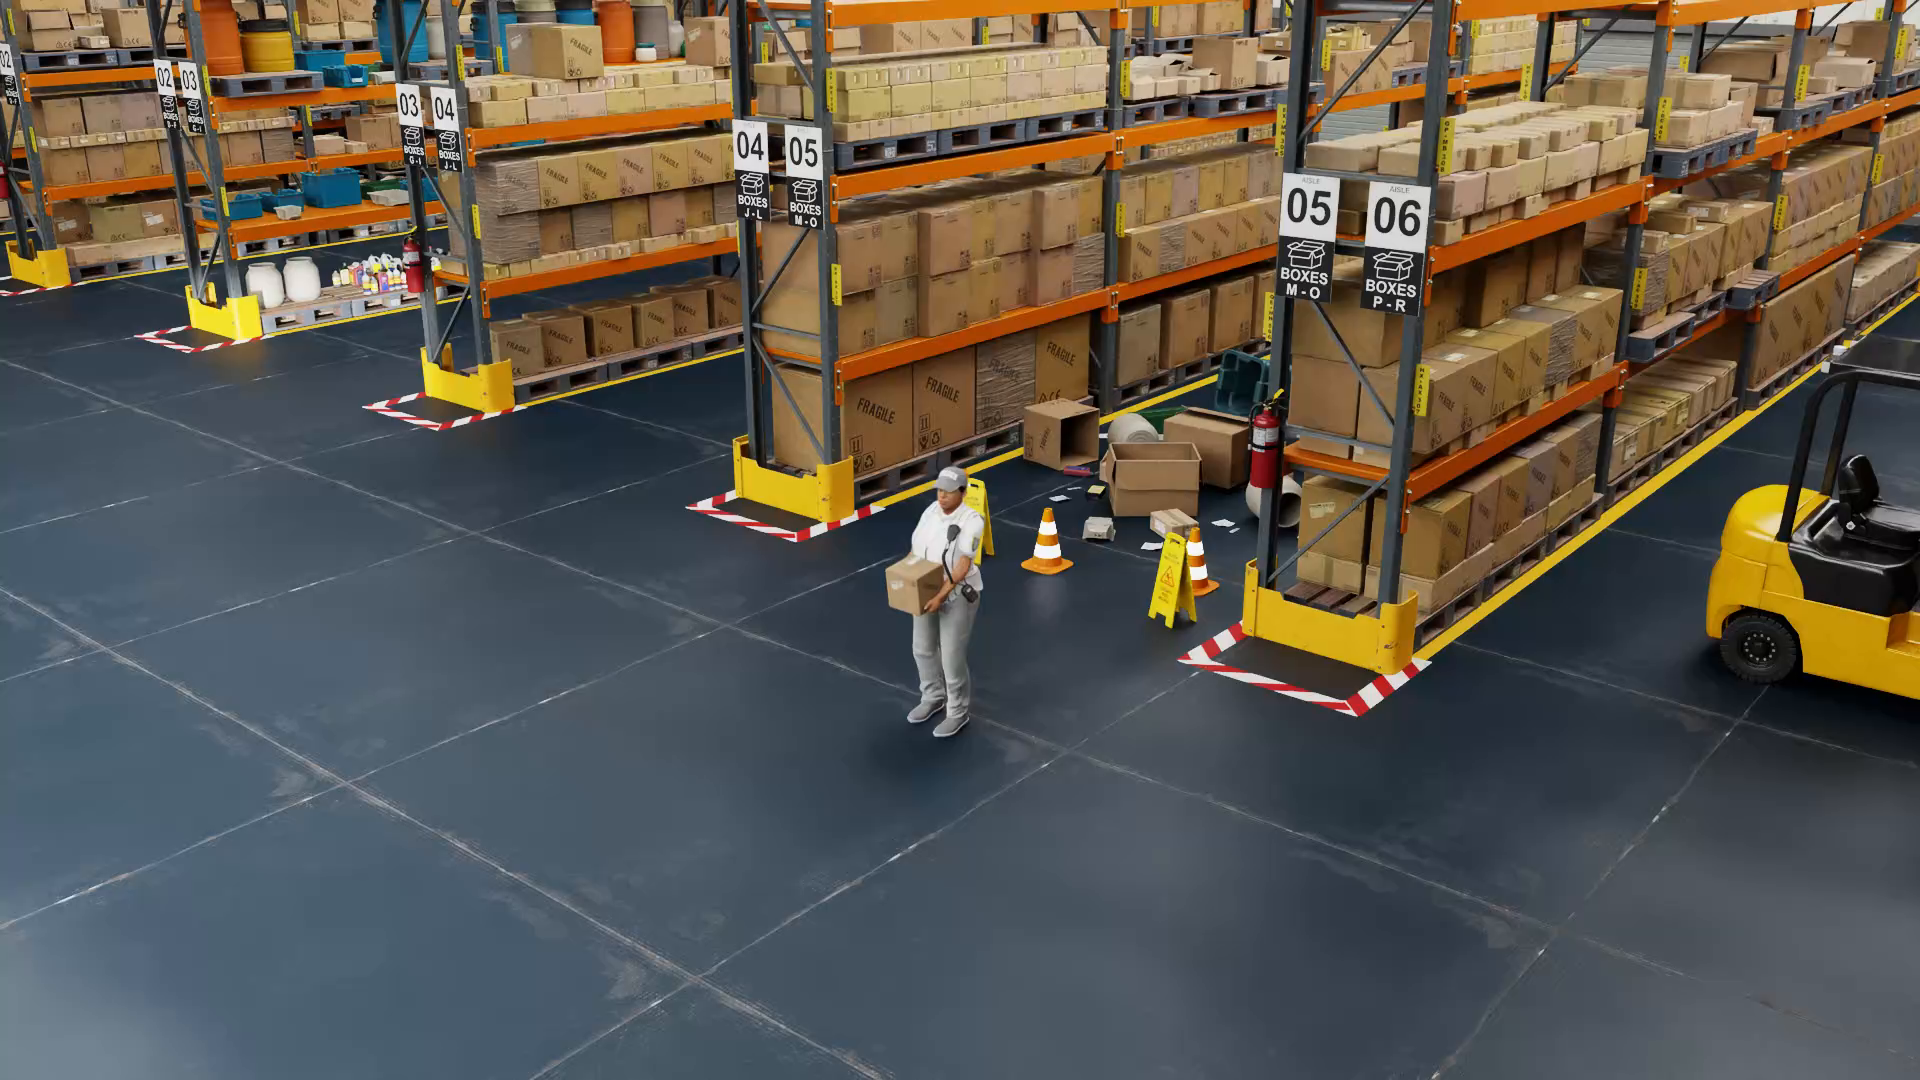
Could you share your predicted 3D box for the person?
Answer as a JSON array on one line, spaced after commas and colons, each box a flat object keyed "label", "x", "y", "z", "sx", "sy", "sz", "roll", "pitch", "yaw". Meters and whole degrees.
[{"label": "person", "x": -0.131, "y": 0.371, "z": 10.087, "sx": 0.455, "sy": 1.657, "sz": 0.541, "roll": 16, "pitch": 26, "yaw": 37}]
